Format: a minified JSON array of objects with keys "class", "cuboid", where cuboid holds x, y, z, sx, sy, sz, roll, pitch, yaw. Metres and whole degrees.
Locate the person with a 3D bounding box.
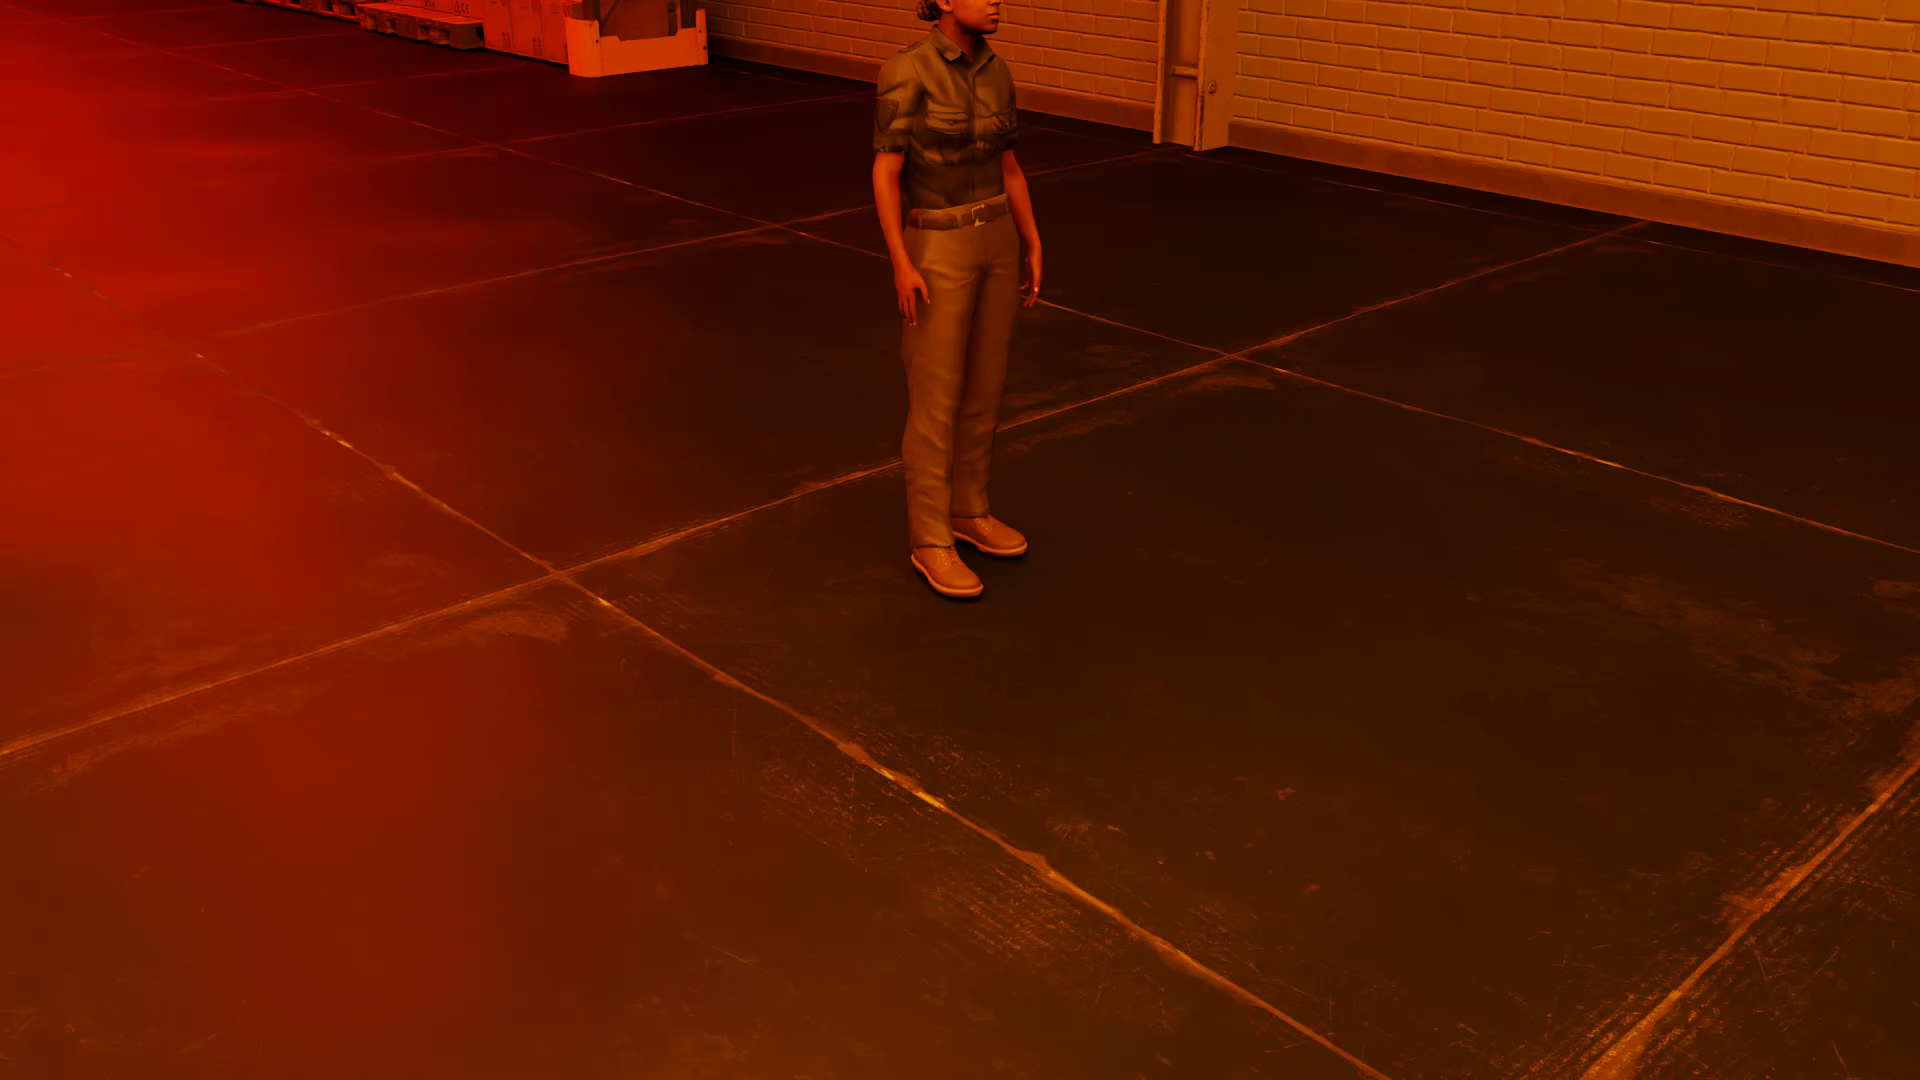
[{"class":"person","cuboid":[0.044,-0.731,4.517,0.569,1.654,0.504,-20,31,-38]}]
